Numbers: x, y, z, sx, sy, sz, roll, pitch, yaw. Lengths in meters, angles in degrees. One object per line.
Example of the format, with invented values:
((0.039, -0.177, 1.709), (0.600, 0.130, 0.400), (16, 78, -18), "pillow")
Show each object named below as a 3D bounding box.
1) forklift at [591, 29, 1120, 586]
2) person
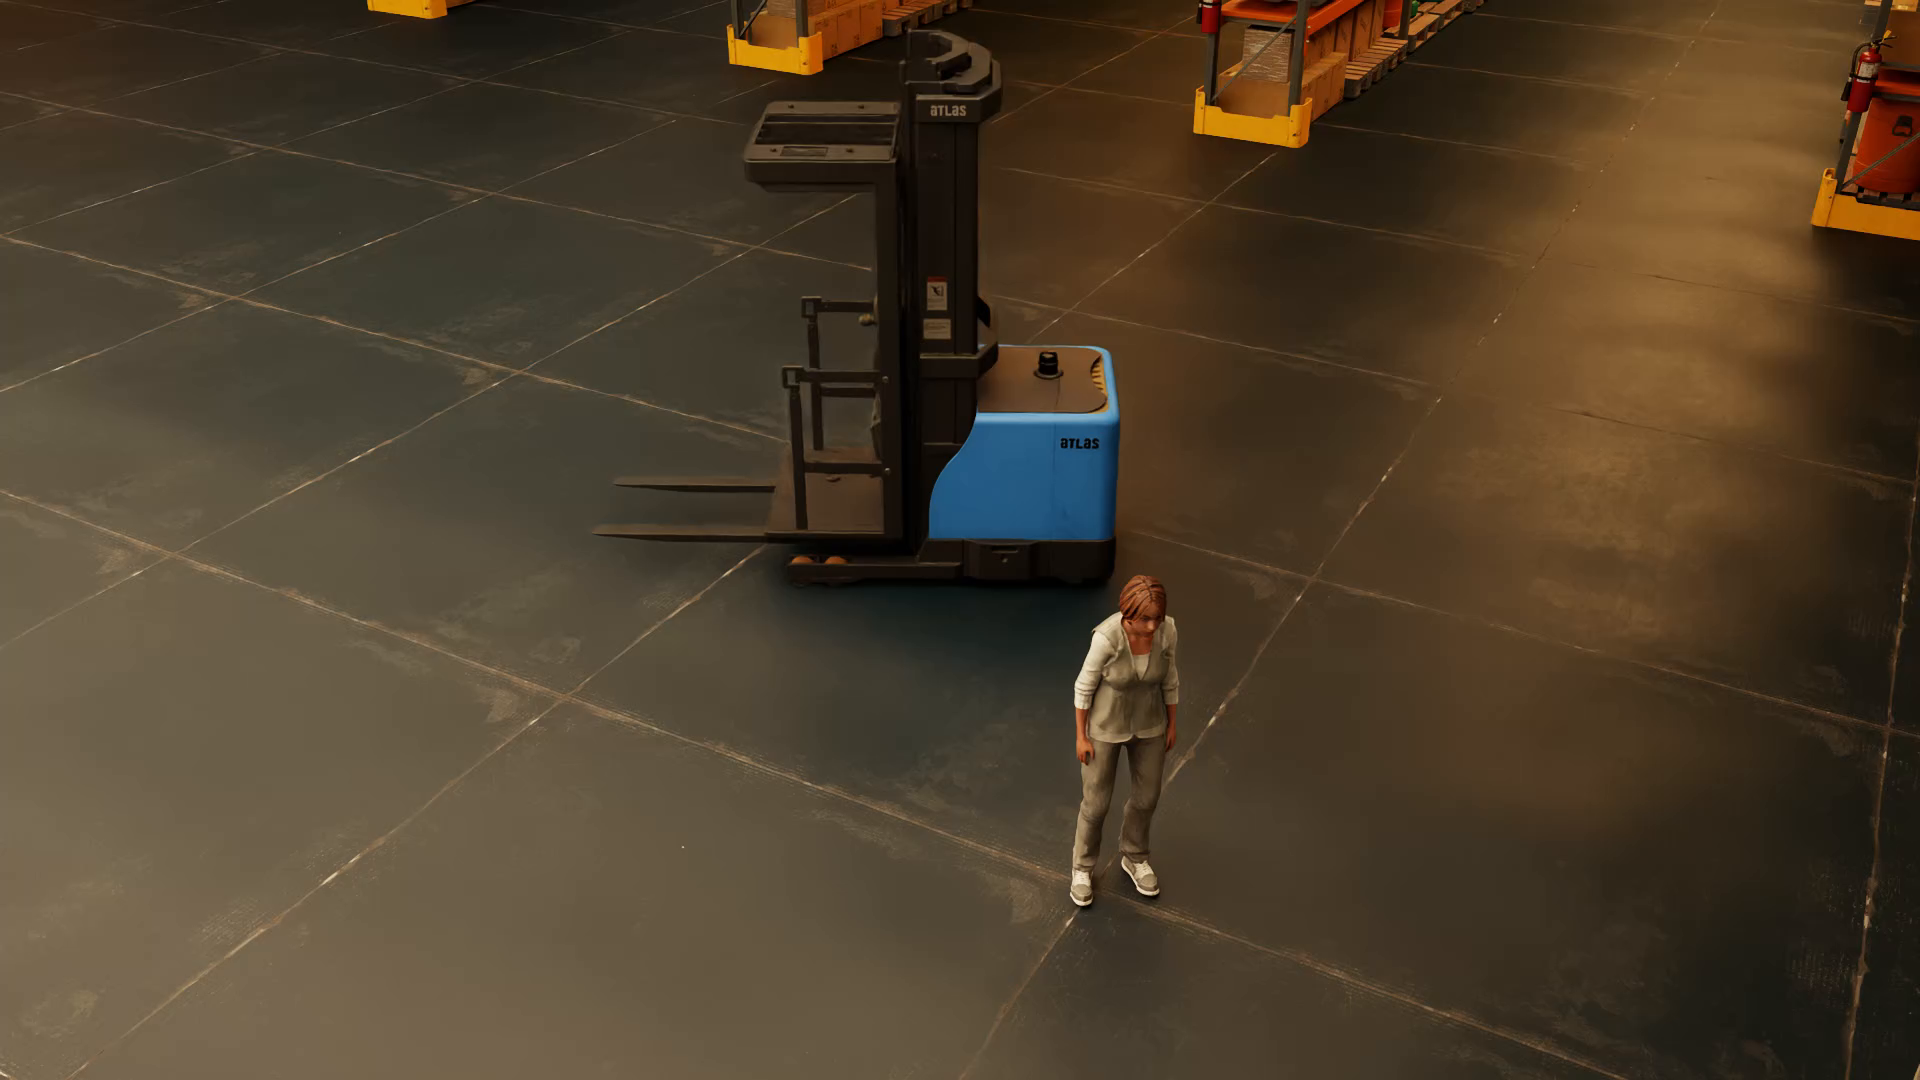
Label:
((-0.618, -1.268, 9.268), (3.031, 2.935, 1.130), (1, 30, 1), "forklift")
((0.696, 0.816, 6.999), (0.473, 1.590, 0.347), (-7, 31, -12), "person")
